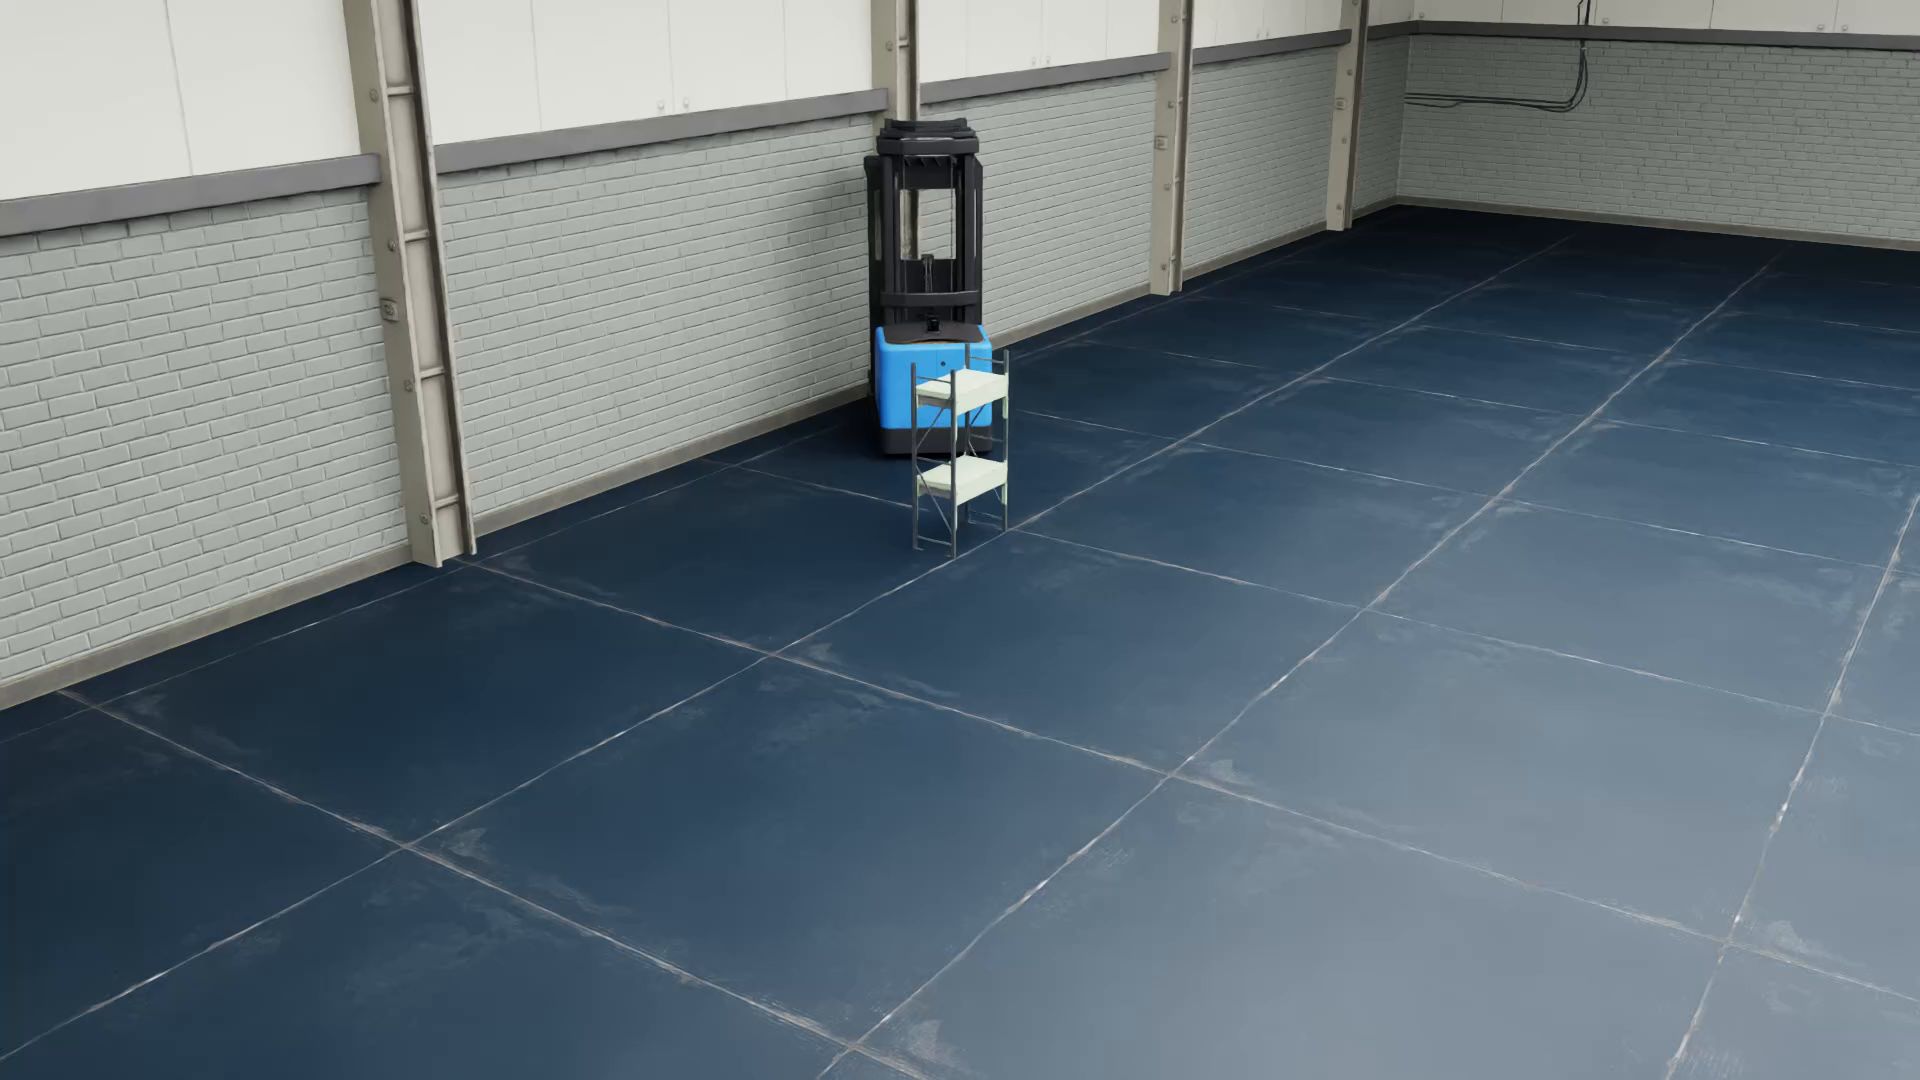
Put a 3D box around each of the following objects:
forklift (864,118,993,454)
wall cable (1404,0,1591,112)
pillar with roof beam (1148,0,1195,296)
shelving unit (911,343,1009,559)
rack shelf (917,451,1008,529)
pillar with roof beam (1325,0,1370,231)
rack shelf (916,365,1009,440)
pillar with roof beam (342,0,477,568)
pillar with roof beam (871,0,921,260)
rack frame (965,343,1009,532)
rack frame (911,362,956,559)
[{"bbox_3d":[-0.355,-2.628,16.145,1.130,2.935,3.031,-2,20,-5],"label":"forklift"},{"bbox_3d":[8.860,-8.390,27.451,3.097,2.526,0.112,13,24,32],"label":"wall cable"},{"bbox_3d":[6.297,-6.698,18.401,9.100,9.000,0.400,13,24,32],"label":"pillar with roof beam"},{"bbox_3d":[0.004,-0.705,13.010,0.431,1.500,0.755,13,24,32],"label":"shelving unit"},{"bbox_3d":[0.004,-0.400,13.123,0.431,0.370,0.720,13,24,32],"label":"rack shelf"},{"bbox_3d":[9.670,-8.419,23.055,9.100,9.000,0.400,13,24,32],"label":"pillar with roof beam"},{"bbox_3d":[0.004,-1.071,12.875,0.431,0.370,0.720,13,24,32],"label":"rack shelf"},{"bbox_3d":[-0.448,-3.255,9.093,9.100,9.000,0.400,13,24,32],"label":"pillar with roof beam"},{"bbox_3d":[2.925,-4.976,13.747,9.100,9.000,0.400,13,24,32],"label":"pillar with roof beam"},{"bbox_3d":[0.209,-0.810,13.294,0.400,1.500,0.023,13,24,32],"label":"rack frame"},{"bbox_3d":[-0.202,-0.600,12.726,0.400,1.500,0.023,13,24,32],"label":"rack frame"}]
